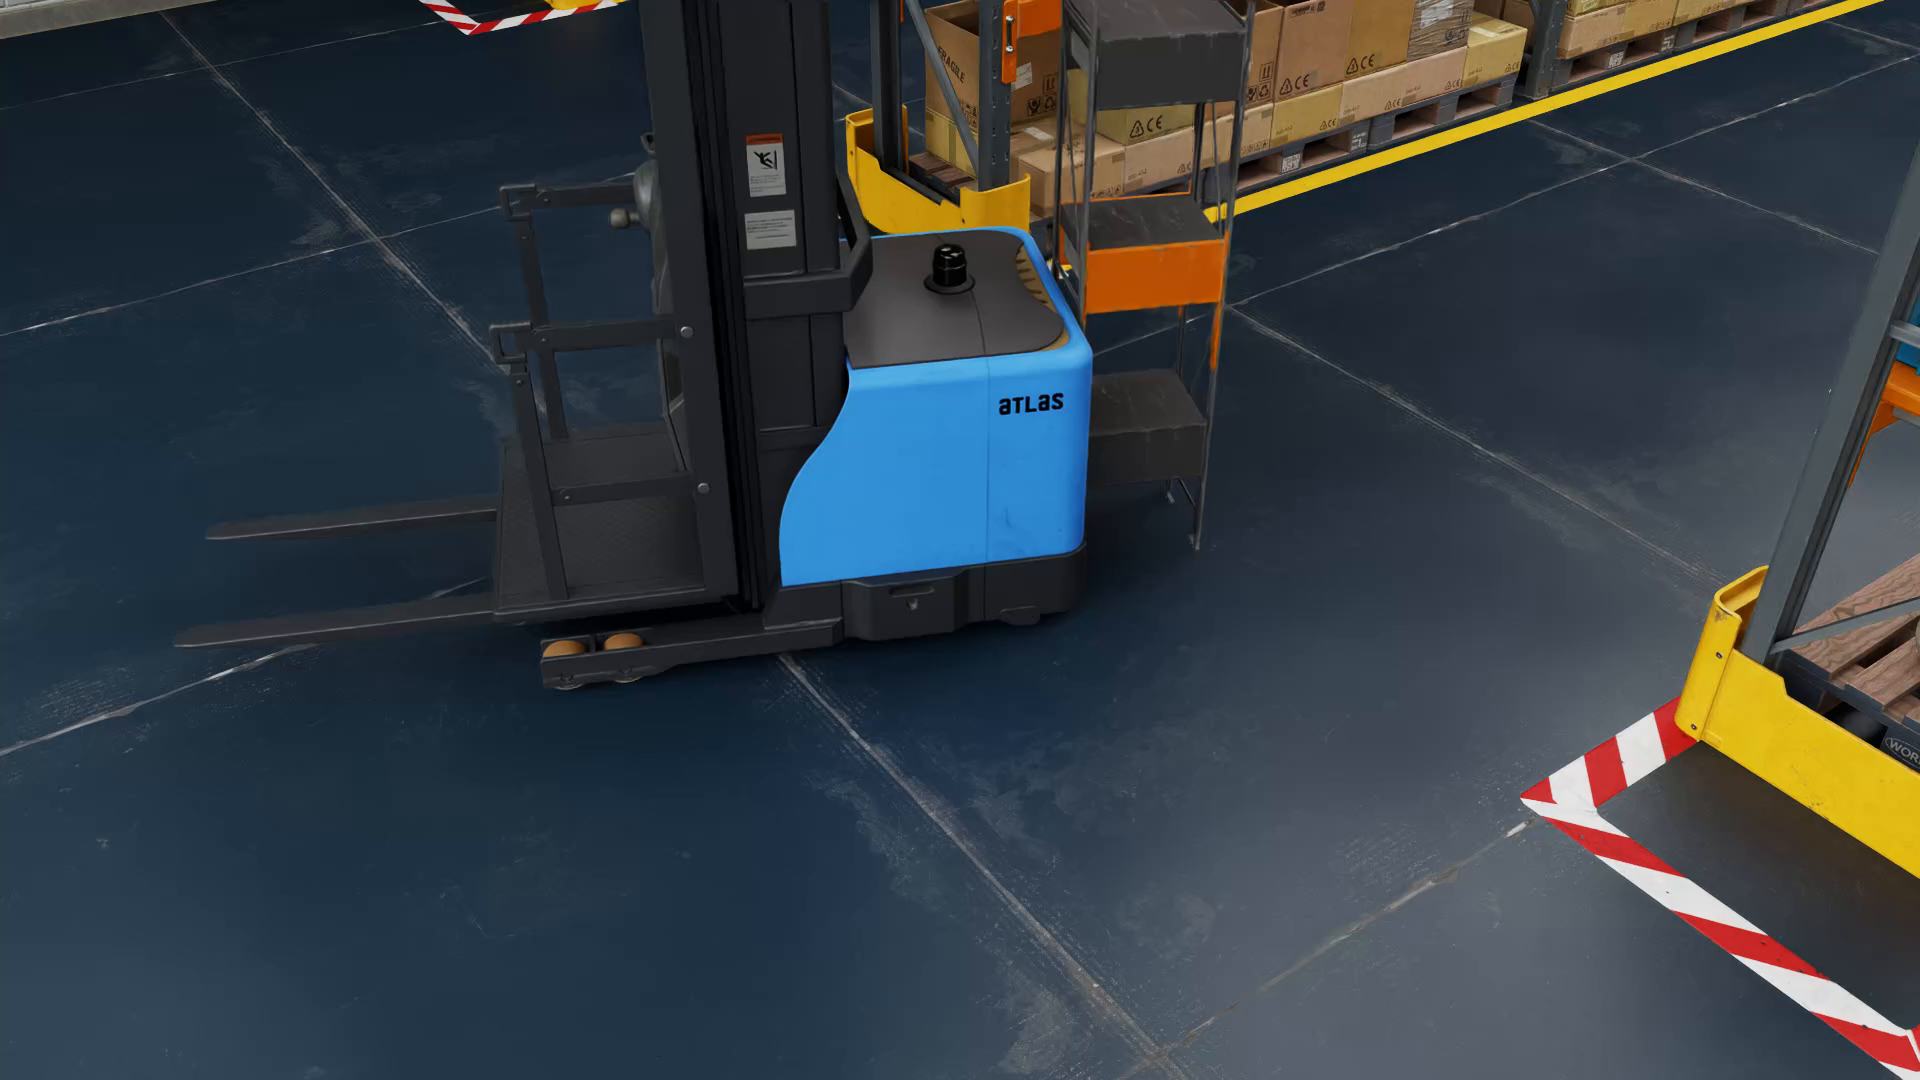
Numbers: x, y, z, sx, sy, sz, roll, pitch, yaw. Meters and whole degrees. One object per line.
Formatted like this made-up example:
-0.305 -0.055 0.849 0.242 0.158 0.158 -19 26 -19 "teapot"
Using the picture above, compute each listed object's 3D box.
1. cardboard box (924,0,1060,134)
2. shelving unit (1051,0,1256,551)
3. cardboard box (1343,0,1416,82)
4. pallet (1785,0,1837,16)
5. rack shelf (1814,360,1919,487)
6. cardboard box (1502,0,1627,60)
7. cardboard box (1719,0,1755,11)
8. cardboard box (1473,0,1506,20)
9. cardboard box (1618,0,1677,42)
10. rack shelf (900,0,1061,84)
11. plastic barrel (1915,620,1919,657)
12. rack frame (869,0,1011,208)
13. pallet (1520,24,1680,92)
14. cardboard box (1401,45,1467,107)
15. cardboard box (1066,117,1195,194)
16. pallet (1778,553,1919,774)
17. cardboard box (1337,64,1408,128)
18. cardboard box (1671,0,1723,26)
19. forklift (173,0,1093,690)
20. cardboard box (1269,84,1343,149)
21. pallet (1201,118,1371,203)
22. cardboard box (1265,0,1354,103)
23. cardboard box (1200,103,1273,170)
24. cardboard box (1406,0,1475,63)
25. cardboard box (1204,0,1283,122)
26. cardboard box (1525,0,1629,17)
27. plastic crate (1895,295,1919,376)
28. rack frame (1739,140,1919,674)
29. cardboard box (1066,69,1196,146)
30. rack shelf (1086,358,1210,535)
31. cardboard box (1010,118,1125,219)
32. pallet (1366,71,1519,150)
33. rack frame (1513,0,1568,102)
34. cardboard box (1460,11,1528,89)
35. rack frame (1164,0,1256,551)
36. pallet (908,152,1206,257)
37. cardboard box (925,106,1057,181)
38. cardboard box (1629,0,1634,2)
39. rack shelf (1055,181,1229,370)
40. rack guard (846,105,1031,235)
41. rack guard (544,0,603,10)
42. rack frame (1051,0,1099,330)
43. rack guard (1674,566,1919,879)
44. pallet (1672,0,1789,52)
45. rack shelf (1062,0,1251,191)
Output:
0.164 -2.408 8.382 0.500 0.500 0.500 -22 41 -28 "cardboard box"
0.606 -0.900 5.703 0.503 2.100 0.431 -6 36 -9 "shelving unit"
2.092 -2.838 8.980 0.500 0.500 0.500 -22 41 -28 "cardboard box"
5.741 -4.027 11.669 1.213 0.211 1.003 -22 41 -28 "pallet"
4.382 -0.742 5.329 4.000 0.370 1.077 -22 41 -28 "rack shelf"
3.639 -3.144 10.047 0.500 0.250 0.500 -23 42 -29 "cardboard box"
4.896 -3.661 10.767 0.500 0.250 0.500 -22 41 -27 "cardboard box"
3.339 -3.404 10.409 0.500 0.250 0.500 -23 42 -28 "cardboard box"
4.058 -3.315 10.285 0.500 0.250 0.500 -21 41 -27 "cardboard box"
1.532 -3.107 8.617 4.000 0.370 1.077 -22 41 -28 "rack shelf"
3.242 0.220 5.146 0.421 0.512 0.421 0 36 0 "plastic barrel"
-0.103 -2.727 7.472 0.127 3.000 1.000 -22 41 -28 "rack frame"
3.747 -3.206 10.527 1.213 0.211 1.003 -22 41 -28 "pallet"
2.499 -2.702 9.434 0.500 0.250 0.500 -22 41 -28 "cardboard box"
0.870 -2.025 8.492 0.500 0.250 0.500 -22 41 -28 "cardboard box"
3.450 0.452 5.441 1.213 0.211 1.003 -22 41 -28 "pallet"
2.099 -2.527 9.190 0.500 0.250 0.500 -22 41 -28 "cardboard box"
4.480 -3.491 10.530 0.500 0.250 0.500 -24 42 -29 "cardboard box"
-1.130 -1.026 5.166 3.031 2.935 1.130 -6 36 -9 "forklift"
1.691 -2.359 8.956 0.500 0.250 0.500 -22 41 -28 "cardboard box"
1.495 -2.280 9.239 1.213 0.211 1.003 -22 41 -28 "pallet"
1.691 -2.663 8.736 0.500 0.500 0.500 -22 41 -28 "cardboard box"
1.279 -2.193 8.725 0.500 0.250 0.500 -22 41 -28 "cardboard box"
2.498 -3.008 9.216 0.500 0.500 0.500 -22 41 -28 "cardboard box"
1.273 -2.503 8.514 0.500 0.500 0.500 -22 41 -28 "cardboard box"
3.648 -3.374 9.887 0.500 0.311 0.500 -22 41 -28 "cardboard box"
2.984 -0.612 4.659 0.616 0.251 0.499 -22 41 -28 "plastic crate"
2.748 -0.361 4.183 0.127 3.000 1.000 -22 41 -28 "rack frame"
0.871 -2.329 8.272 0.500 0.500 0.500 -22 41 -28 "cardboard box"
0.606 -0.321 6.120 0.480 0.518 0.431 -6 36 -9 "rack shelf"
0.464 -1.855 8.256 0.500 0.250 0.500 -22 41 -28 "cardboard box"
2.493 -2.693 9.813 1.213 0.211 1.003 -22 41 -28 "pallet"
3.167 -4.072 9.343 0.127 3.000 1.000 -22 41 -28 "rack frame"
2.914 -2.866 9.661 0.500 0.250 0.500 -22 41 -28 "cardboard box"
0.846 -0.927 5.741 0.015 2.100 0.400 -6 36 -9 "rack frame"
0.498 -1.872 8.672 1.213 0.211 1.003 -22 41 -28 "pallet"
0.165 -2.102 8.599 0.500 0.250 0.500 -22 41 -28 "cardboard box"
4.060 -3.540 10.118 0.500 0.311 0.500 -23 42 -28 "cardboard box"
0.606 -0.889 5.711 0.480 0.518 0.431 -6 36 -9 "rack shelf"
-0.122 -1.704 8.191 0.348 0.500 1.175 -22 41 -28 "rack guard"
-2.897 -4.100 11.523 0.348 0.500 1.175 -22 41 -28 "rack guard"
0.367 -0.873 5.665 0.015 2.100 0.400 -6 36 -9 "rack frame"
2.783 0.605 4.980 0.348 0.500 1.175 -22 41 -28 "rack guard"
4.745 -3.619 11.101 1.213 0.211 1.003 -22 41 -28 "pallet"
0.606 -1.457 5.302 0.480 0.518 0.431 -6 36 -9 "rack shelf"
